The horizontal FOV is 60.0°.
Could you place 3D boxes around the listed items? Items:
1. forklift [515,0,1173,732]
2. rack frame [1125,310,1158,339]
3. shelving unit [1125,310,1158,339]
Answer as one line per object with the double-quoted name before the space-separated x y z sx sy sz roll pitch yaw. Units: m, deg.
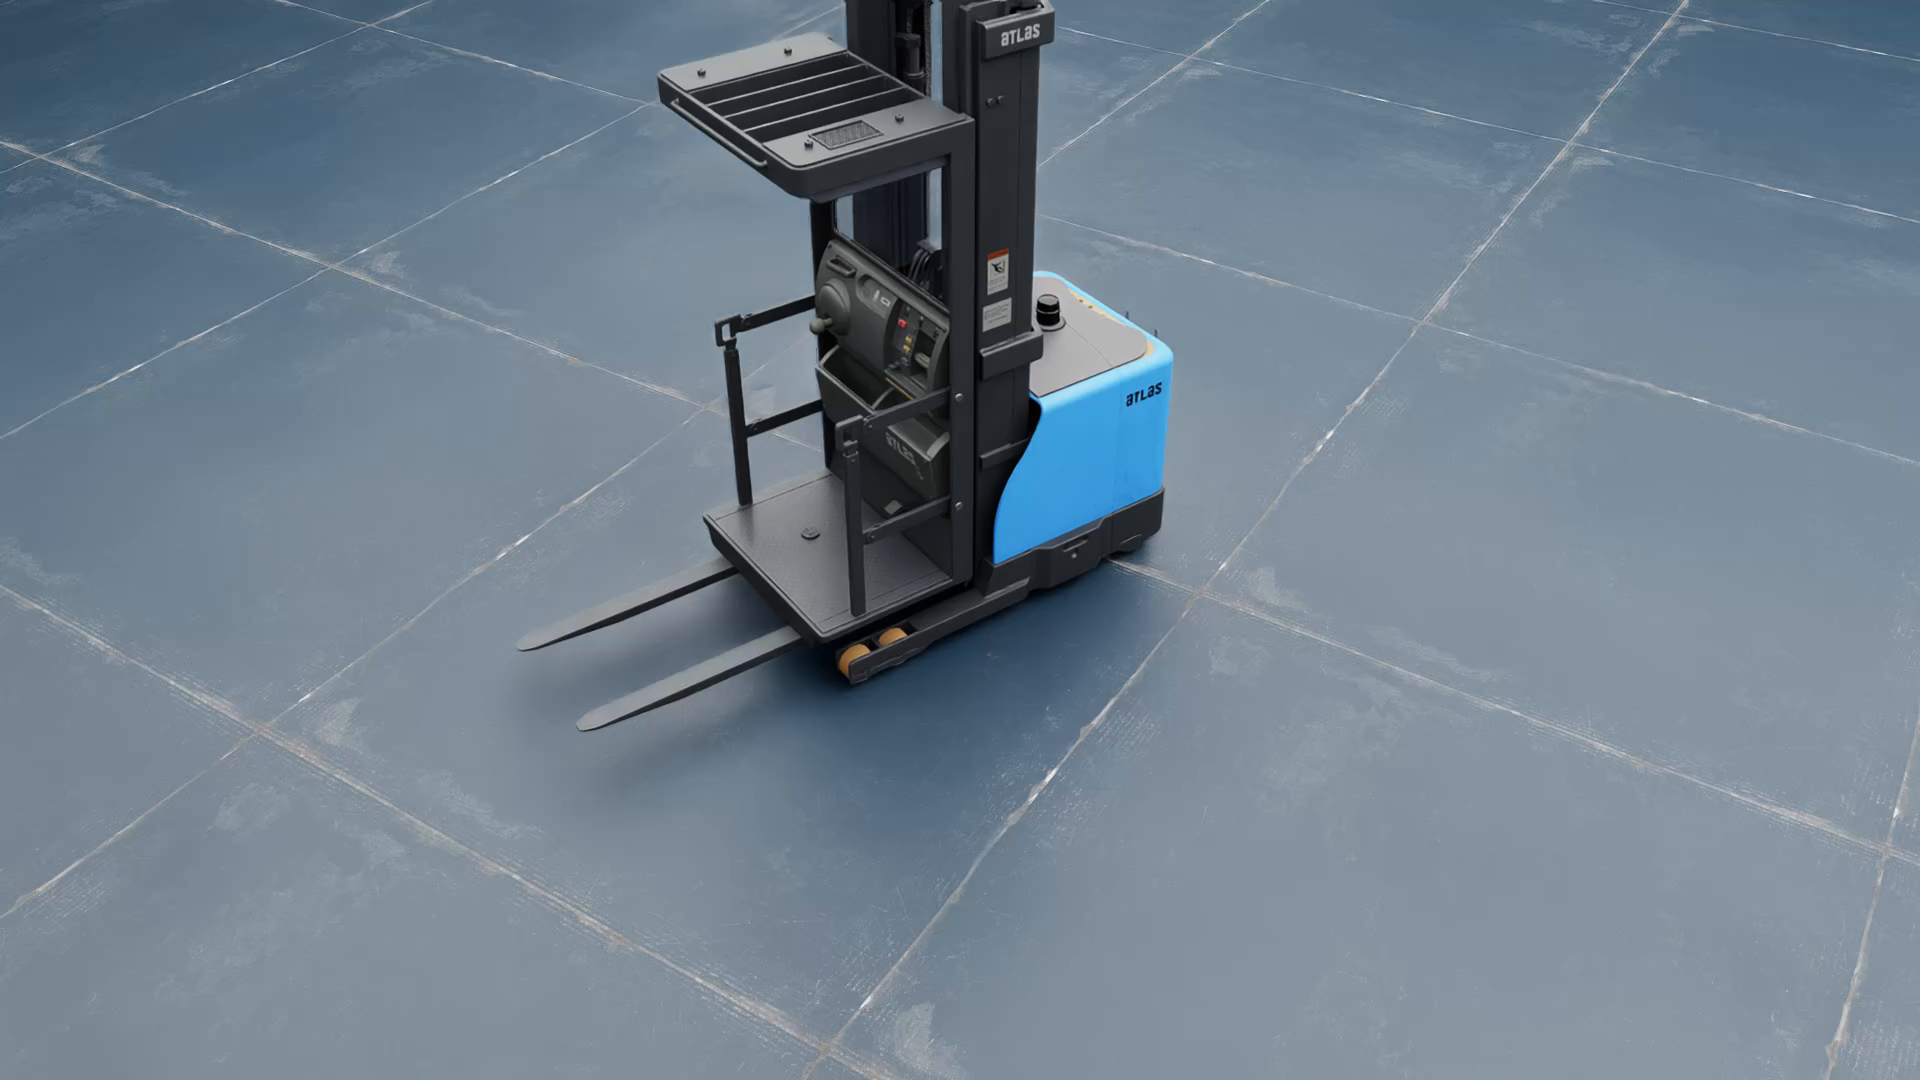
"forklift" -0.508 -0.898 6.954 3.031 2.935 1.130 -23 43 -27
"rack frame" 0.887 -0.716 8.381 0.006 0.900 0.240 -23 43 -27
"shelving unit" 0.804 -0.680 8.335 0.210 0.900 0.258 -23 43 -27
